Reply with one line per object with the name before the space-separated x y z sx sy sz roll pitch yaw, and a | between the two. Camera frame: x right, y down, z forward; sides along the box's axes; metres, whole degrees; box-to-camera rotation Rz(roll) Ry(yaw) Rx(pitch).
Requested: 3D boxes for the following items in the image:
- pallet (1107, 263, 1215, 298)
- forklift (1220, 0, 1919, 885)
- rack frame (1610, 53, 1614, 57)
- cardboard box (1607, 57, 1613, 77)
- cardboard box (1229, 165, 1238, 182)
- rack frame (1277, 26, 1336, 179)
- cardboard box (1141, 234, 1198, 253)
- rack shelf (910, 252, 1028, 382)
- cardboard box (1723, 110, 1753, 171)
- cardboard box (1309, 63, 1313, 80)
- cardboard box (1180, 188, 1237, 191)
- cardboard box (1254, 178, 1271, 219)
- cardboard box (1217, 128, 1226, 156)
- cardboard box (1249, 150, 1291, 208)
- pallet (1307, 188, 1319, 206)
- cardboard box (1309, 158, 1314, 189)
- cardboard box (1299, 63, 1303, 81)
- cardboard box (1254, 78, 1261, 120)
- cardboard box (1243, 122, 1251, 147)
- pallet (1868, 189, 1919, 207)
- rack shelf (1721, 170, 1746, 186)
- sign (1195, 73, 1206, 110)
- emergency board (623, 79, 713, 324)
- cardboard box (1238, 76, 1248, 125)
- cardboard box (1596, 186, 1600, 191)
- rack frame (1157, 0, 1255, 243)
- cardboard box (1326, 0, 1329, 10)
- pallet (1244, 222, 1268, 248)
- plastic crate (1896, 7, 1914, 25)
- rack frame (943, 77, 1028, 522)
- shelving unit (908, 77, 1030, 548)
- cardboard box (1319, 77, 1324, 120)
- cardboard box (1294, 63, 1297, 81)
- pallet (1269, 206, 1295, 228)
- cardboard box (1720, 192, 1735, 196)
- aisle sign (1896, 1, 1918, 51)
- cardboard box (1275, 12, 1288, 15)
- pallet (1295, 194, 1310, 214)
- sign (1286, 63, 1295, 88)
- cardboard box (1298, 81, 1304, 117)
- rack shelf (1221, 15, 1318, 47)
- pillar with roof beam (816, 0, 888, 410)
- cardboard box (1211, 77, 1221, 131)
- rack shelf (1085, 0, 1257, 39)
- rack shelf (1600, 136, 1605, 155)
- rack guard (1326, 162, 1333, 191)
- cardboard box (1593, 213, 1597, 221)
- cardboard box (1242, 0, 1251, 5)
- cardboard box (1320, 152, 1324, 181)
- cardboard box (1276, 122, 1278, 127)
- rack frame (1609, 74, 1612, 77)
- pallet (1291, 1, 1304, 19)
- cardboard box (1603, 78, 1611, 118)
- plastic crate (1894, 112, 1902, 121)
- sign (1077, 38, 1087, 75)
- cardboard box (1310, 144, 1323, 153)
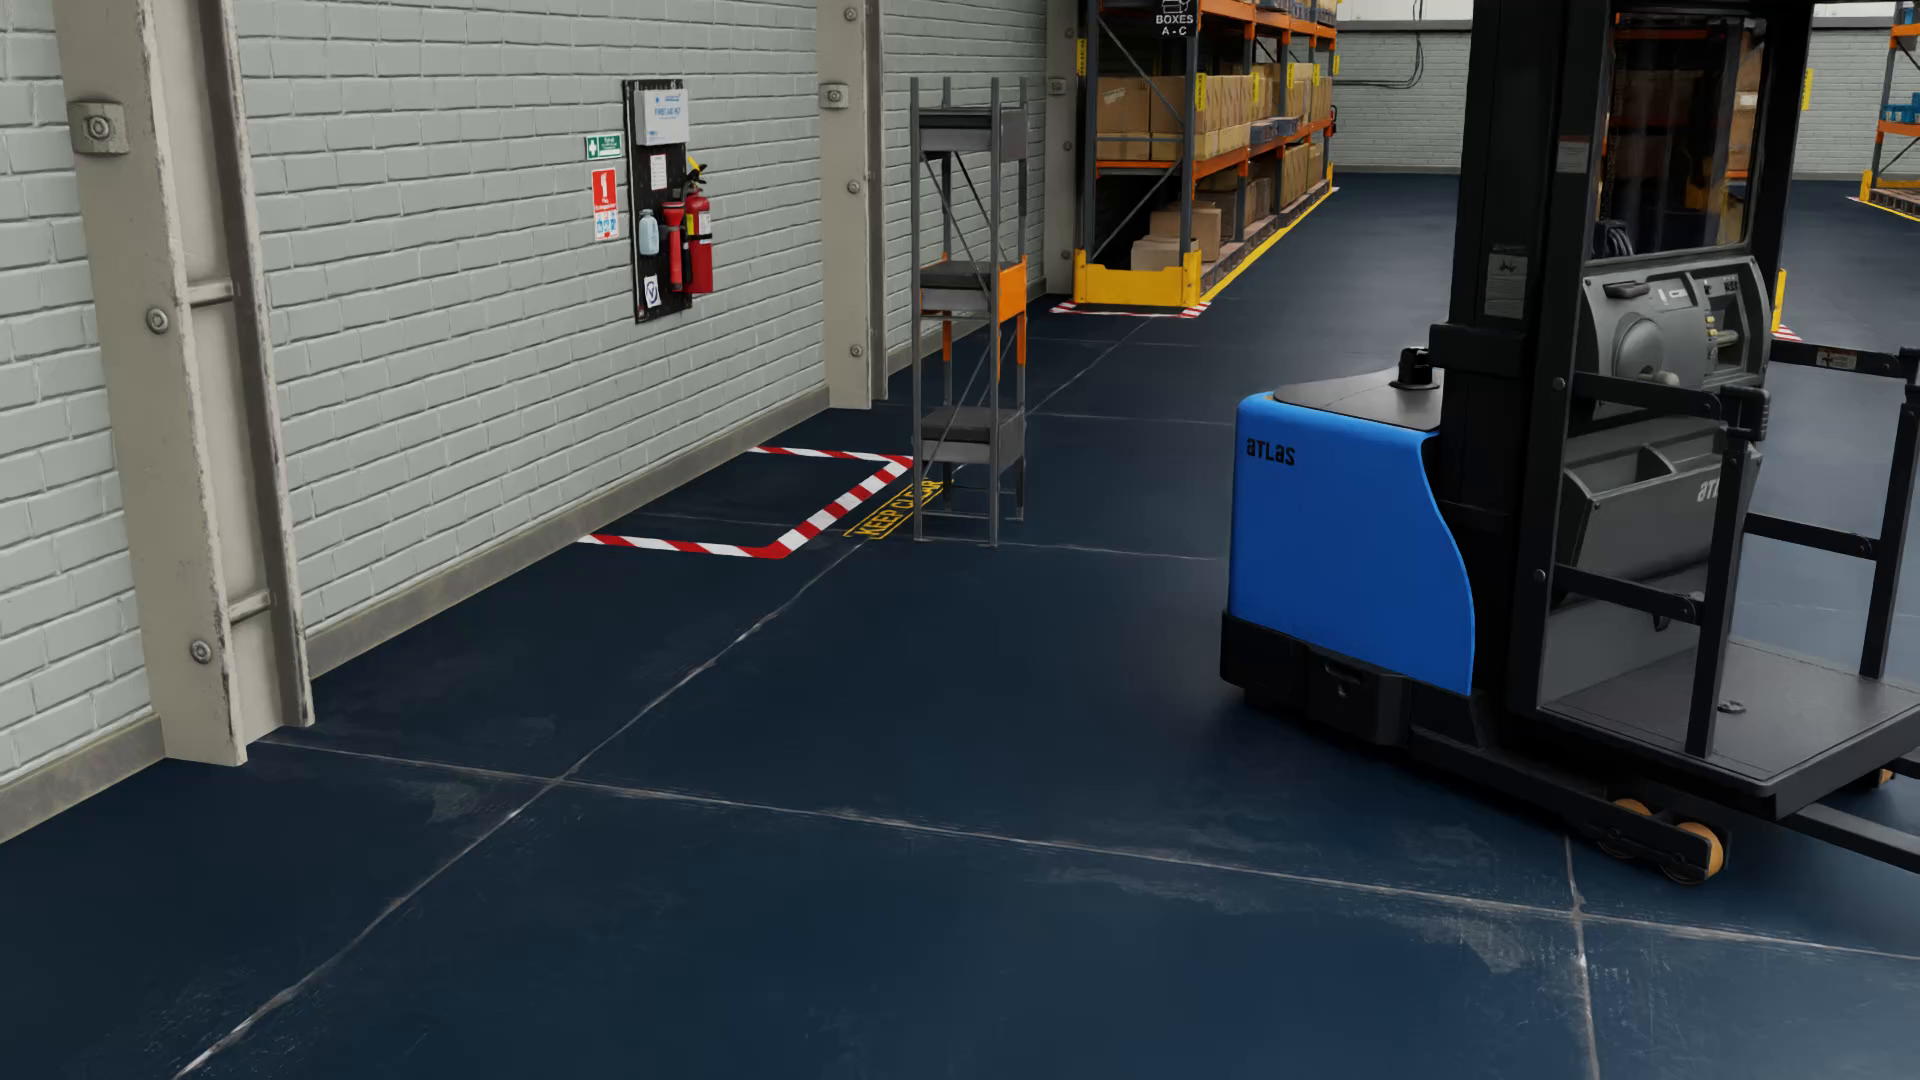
pallet | 1.936 -2.563 16.480 1.003 0.211 1.213 5 16 16
forklift | 2.213 -0.625 4.661 1.130 2.935 3.031 -12 20 -36
rack frame | 10.947 -7.478 28.697 1.000 3.000 0.127 5 16 16
cardboard box | 9.706 -7.113 25.394 0.500 0.500 0.500 5 17 16
cardboard box | 3.246 -4.537 20.729 0.500 0.250 0.500 4 16 14
rack frame | 6.197 -7.861 30.047 1.000 3.000 0.127 5 16 16
cardboard box | 2.095 -2.916 16.736 0.500 0.311 0.500 6 17 20
rack shelf | 0.047 -1.040 7.699 0.431 0.518 0.480 5 16 16
cardboard box | 6.545 -3.461 14.352 0.700 0.500 0.500 5 16 16
cardboard box | 5.172 -7.234 25.698 0.500 0.250 0.500 5 17 17
cardboard box | 3.078 -4.064 20.434 0.700 0.500 0.500 4 16 15
cardboard box | 3.769 -4.585 22.271 0.700 0.500 0.500 5 17 17
cardboard box | 2.377 -3.985 16.621 0.500 0.250 0.500 4 16 15
cardboard box | 4.258 -5.118 23.547 0.750 0.750 0.750 4 16 15
pallet | 5.351 -5.666 27.418 1.003 0.211 1.213 5 16 16
cardboard box | 5.517 -6.133 27.766 0.700 0.500 0.500 4 16 15
cardboard box | 4.729 -6.834 24.288 0.500 0.250 0.500 4 16 15
cardboard box | 3.287 -5.432 20.495 0.700 0.500 0.500 7 17 24
cardboard box | 2.942 -4.512 18.477 0.500 0.250 0.500 5 16 16
pallet | 15.424 -5.539 26.969 1.003 0.211 1.213 5 16 16
rack shelf | 6.969 -3.469 15.881 1.077 0.370 4.000 5 16 16
sign | 2.170 -4.050 15.023 0.100 0.325 0.005 5 16 16
emergency board | -1.425 -1.712 8.368 0.194 1.169 0.643 5 16 16
cardboard box | 2.812 -4.741 17.912 0.500 0.500 0.500 5 16 16
cardboard box | 7.955 -4.148 20.199 0.500 0.311 0.500 4 16 14
rack frame | 2.786 -4.722 18.979 1.000 3.000 0.127 5 16 16
cardboard box | 5.806 -8.863 27.405 0.500 0.250 0.500 4 16 14
pallet | 3.351 -3.904 21.207 1.003 0.211 1.213 5 16 16
plastic crate | 15.319 -8.394 26.668 0.497 0.269 0.590 5 16 16
rack frame | 0.116 -1.117 7.921 0.400 2.100 0.015 5 16 16
shelving unit | 0.047 -1.053 7.696 0.431 2.100 0.503 5 16 16
cardboard box | 5.640 -7.481 28.158 0.980 0.700 0.700 4 16 13
cardboard box | 4.451 -6.569 23.353 0.500 0.250 0.500 4 16 15
pallet | 4.219 -4.627 23.755 1.003 0.211 1.213 5 16 16
cardboard box | 7.323 -3.179 16.436 0.500 0.500 0.500 5 16 16
aisle sign | 15.431 -8.385 27.132 0.394 0.787 0.004 5 16 16
cardboard box | 3.977 -6.969 21.531 0.500 0.311 0.500 5 16 16
pallet | 4.913 -5.265 26.006 1.003 0.211 1.213 5 16 16
sign | 4.446 -6.247 22.382 0.100 0.325 0.005 5 16 16
cardboard box | 4.747 -6.479 24.410 0.500 0.500 0.500 5 17 17
rack shelf | 4.491 -7.388 24.202 1.077 0.370 4.000 5 16 16
pillar with roof beam | 3.442 -4.908 8.642 9.100 9.000 0.400 5 16 16
cardboard box | 2.223 -4.203 16.016 0.500 0.500 0.500 5 16 16
rack shelf | 2.218 -5.295 16.823 1.077 0.370 4.000 5 16 16
rack shelf | 8.105 -4.516 19.571 1.077 0.370 4.000 5 16 16
rack guard | 6.203 -6.665 30.411 1.175 0.500 0.348 5 16 16
cardboard box | 7.813 -3.748 19.815 0.500 0.250 0.500 5 17 17
cardboard box | 2.879 -6.070 18.017 0.500 0.500 0.500 5 17 17
cardboard box | 6.094 -6.670 29.658 0.700 0.500 0.500 5 16 16
cardboard box | 4.239 -5.725 22.940 0.380 0.149 0.250 4 16 15
rack frame | 9.810 -6.431 25.007 1.000 3.000 0.127 5 16 16
pallet | 4.055 -7.293 22.893 1.213 0.211 1.003 5 17 18
cardboard box | 8.745 -5.809 21.858 0.700 0.500 0.500 -1 16 -3
plastic crate | 14.946 -6.701 26.330 0.250 0.136 0.298 5 16 16
sign | 1.123 -4.432 15.258 0.100 0.325 0.005 5 16 16
cardboard box | 6.160 -6.867 29.165 0.380 0.149 0.250 5 17 17
